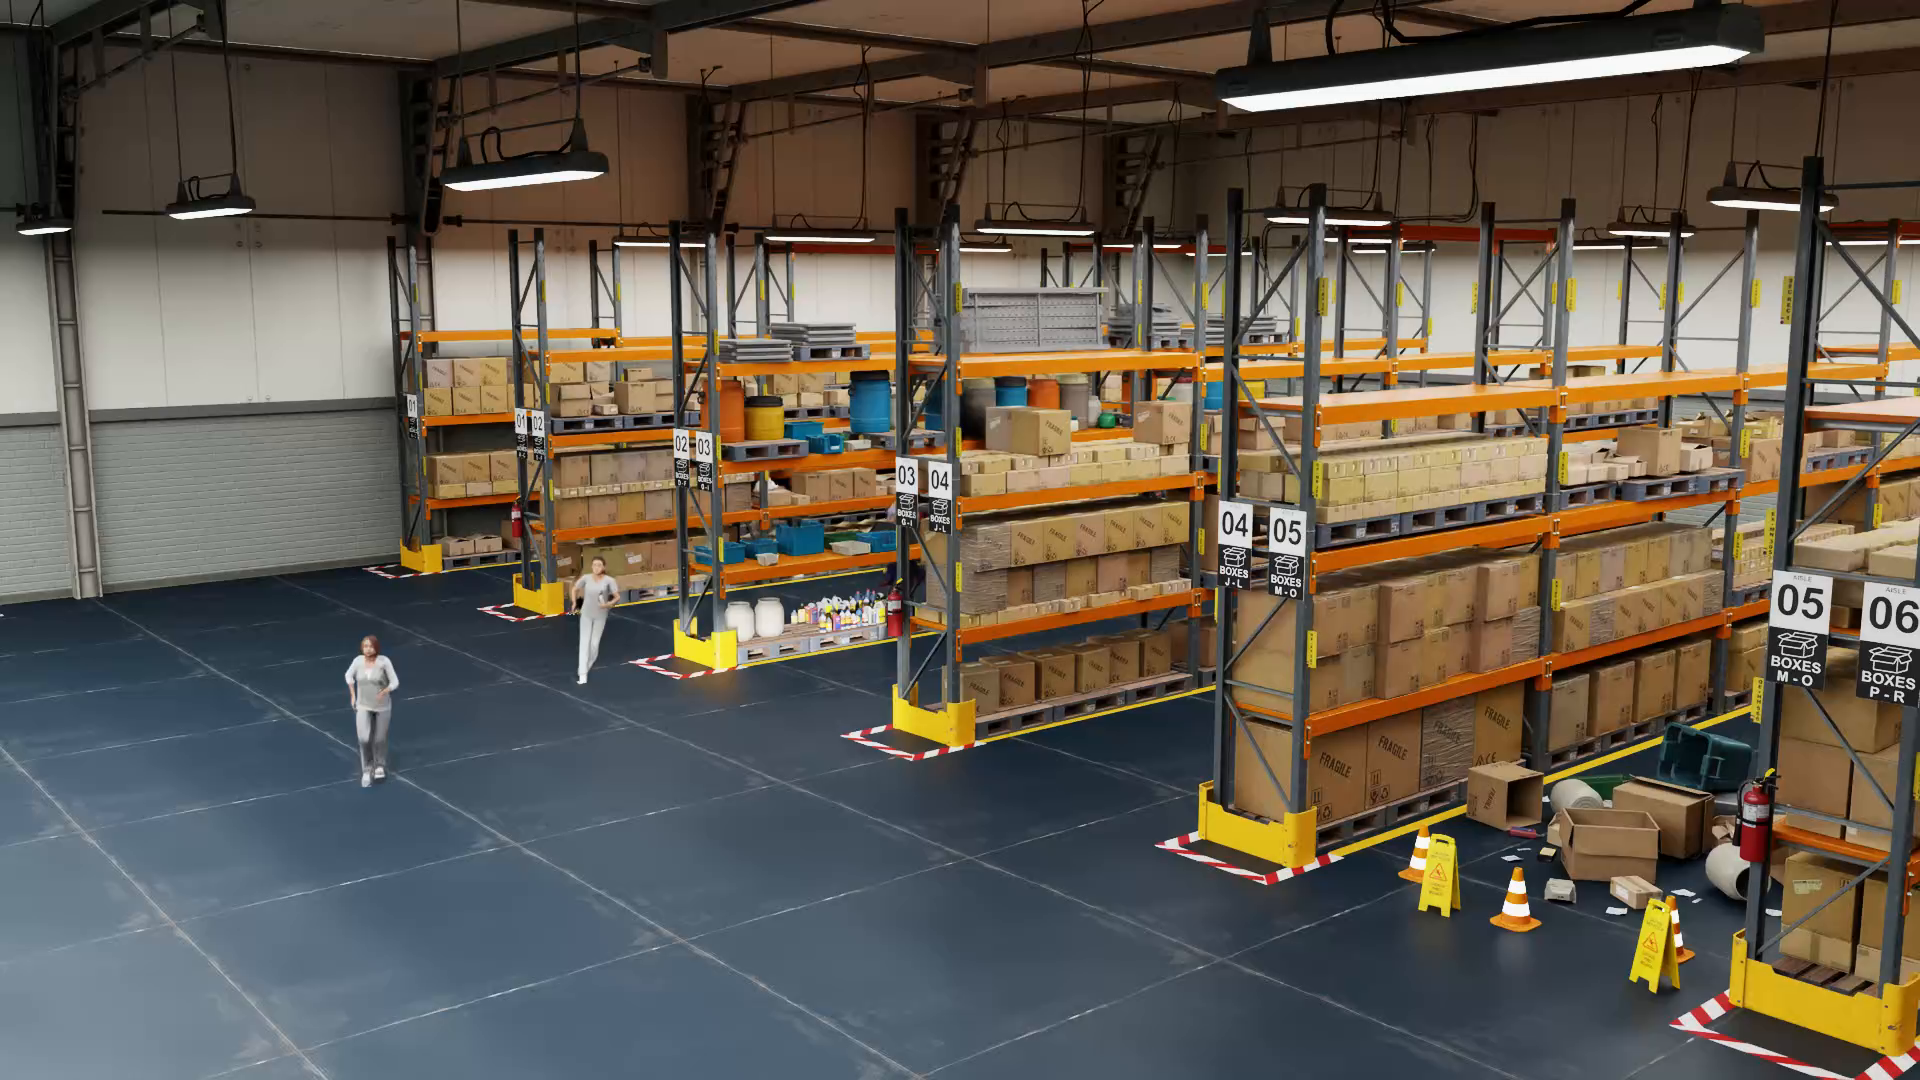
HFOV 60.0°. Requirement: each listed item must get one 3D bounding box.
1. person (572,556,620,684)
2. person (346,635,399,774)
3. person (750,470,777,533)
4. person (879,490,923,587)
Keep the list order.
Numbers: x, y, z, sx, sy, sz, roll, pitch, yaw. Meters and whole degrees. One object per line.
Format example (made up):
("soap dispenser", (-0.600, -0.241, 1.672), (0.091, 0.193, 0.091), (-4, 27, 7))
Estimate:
("person", (-4.794, 1.005, 21.951), (0.626, 1.645, 0.701), (-1, 9, -7))
("person", (-6.052, 1.697, 17.149), (0.529, 1.468, 0.676), (-3, 9, -17))
("person", (-3.740, -0.574, 31.751), (0.675, 1.747, 0.809), (8, 12, 41))
("person", (-0.986, -0.057, 26.992), (0.807, 1.663, 0.619), (-8, 12, -41))
